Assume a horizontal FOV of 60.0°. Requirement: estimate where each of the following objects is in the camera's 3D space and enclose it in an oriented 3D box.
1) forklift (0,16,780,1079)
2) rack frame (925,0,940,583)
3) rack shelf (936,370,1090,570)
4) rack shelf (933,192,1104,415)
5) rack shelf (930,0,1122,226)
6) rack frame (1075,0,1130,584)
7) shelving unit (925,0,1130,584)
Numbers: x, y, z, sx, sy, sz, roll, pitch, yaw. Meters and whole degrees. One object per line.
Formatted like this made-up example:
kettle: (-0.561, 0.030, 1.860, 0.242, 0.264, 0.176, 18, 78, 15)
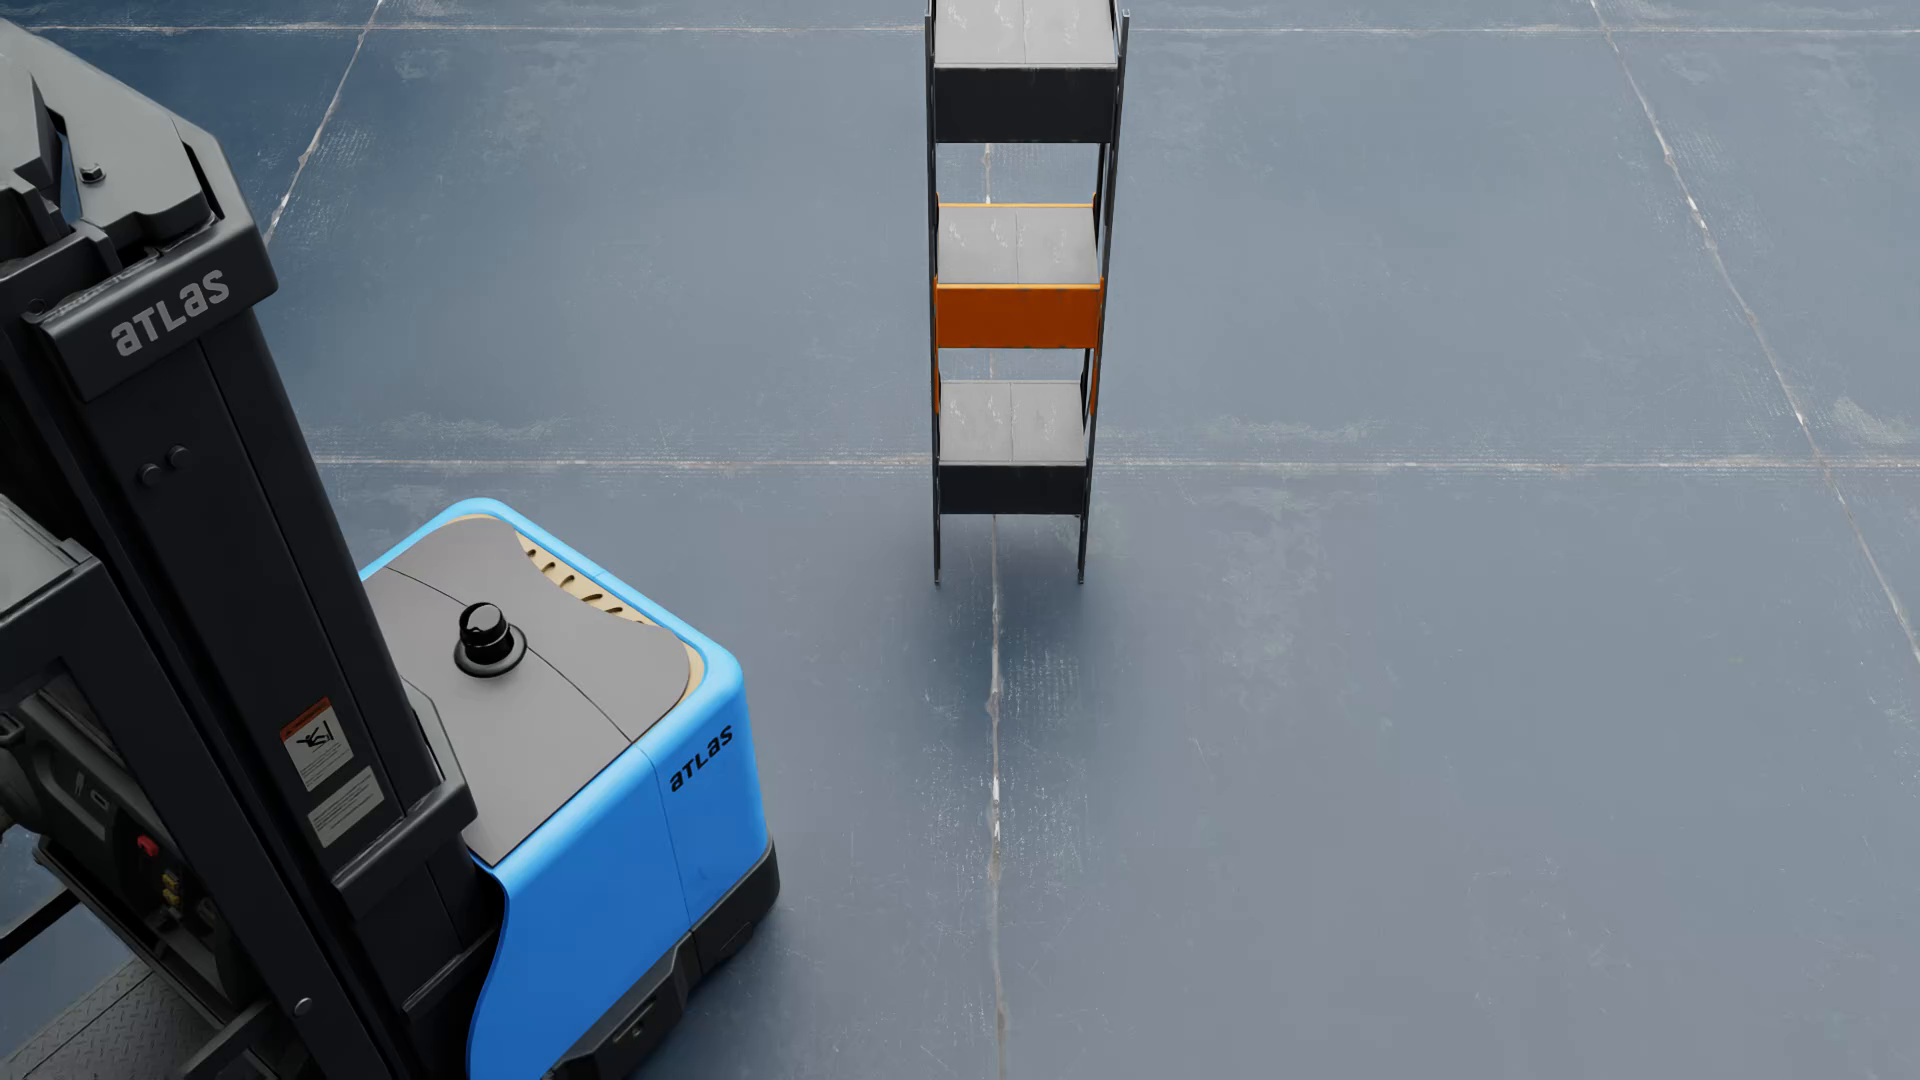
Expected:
forklift: (-1.815, 0.662, 3.131, 1.130, 2.935, 3.031, 30, 54, 25)
rack frame: (-0.078, -0.716, 4.982, 0.015, 2.100, 0.400, 0, 47, 0)
rack shelf: (0.166, -0.229, 5.503, 0.480, 0.518, 0.431, 0, 47, 0)
rack shelf: (0.166, -0.706, 4.991, 0.480, 0.518, 0.431, 0, 47, 0)
rack shelf: (0.166, -1.183, 4.479, 0.480, 0.518, 0.431, 0, 47, 0)
rack frame: (0.410, -0.714, 4.980, 0.015, 2.100, 0.400, 0, 47, 0)
shelving unit: (0.166, -0.715, 4.981, 0.503, 2.100, 0.431, 0, 47, 0)
